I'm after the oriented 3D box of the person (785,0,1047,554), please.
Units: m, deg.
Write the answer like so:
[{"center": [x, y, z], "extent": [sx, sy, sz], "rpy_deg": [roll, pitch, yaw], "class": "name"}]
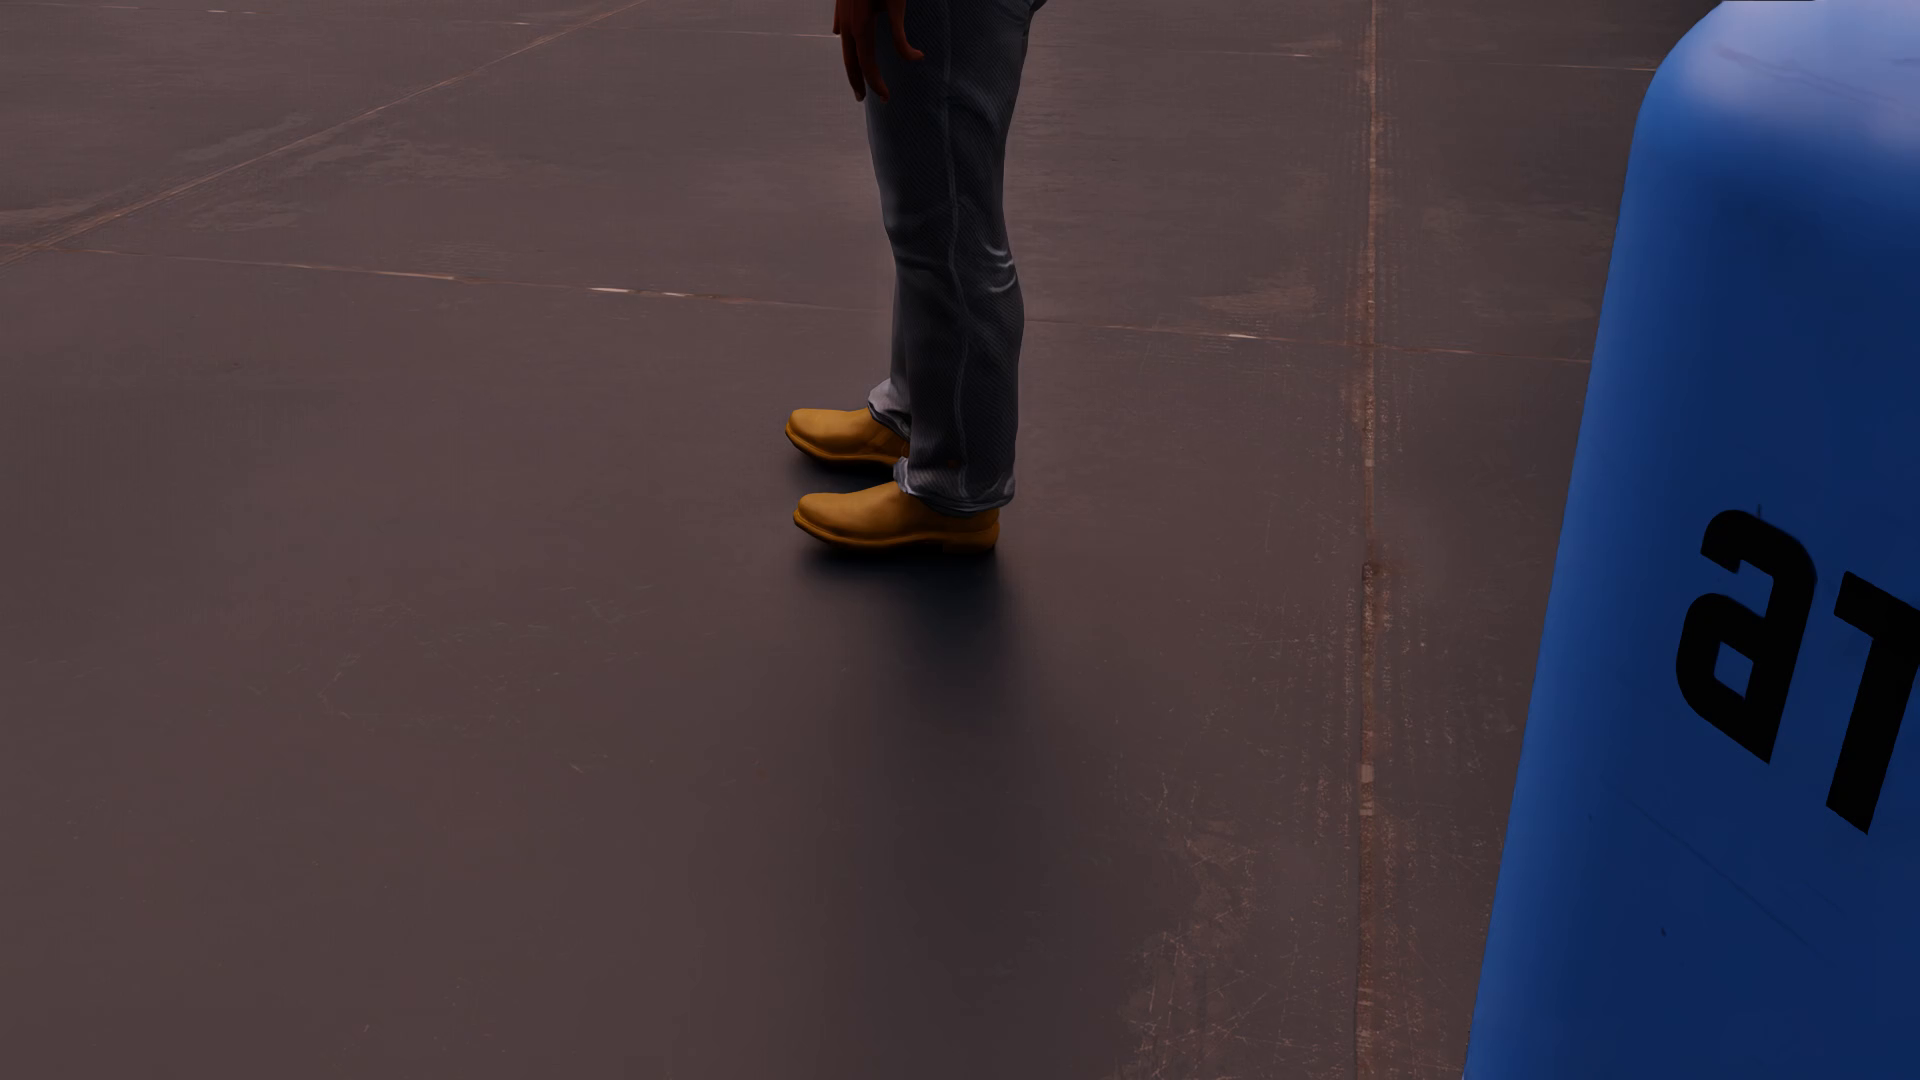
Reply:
[{"center": [-0.066, -0.802, 2.119], "extent": [0.576, 1.760, 0.665], "rpy_deg": [6, 27, 11], "class": "person"}]
